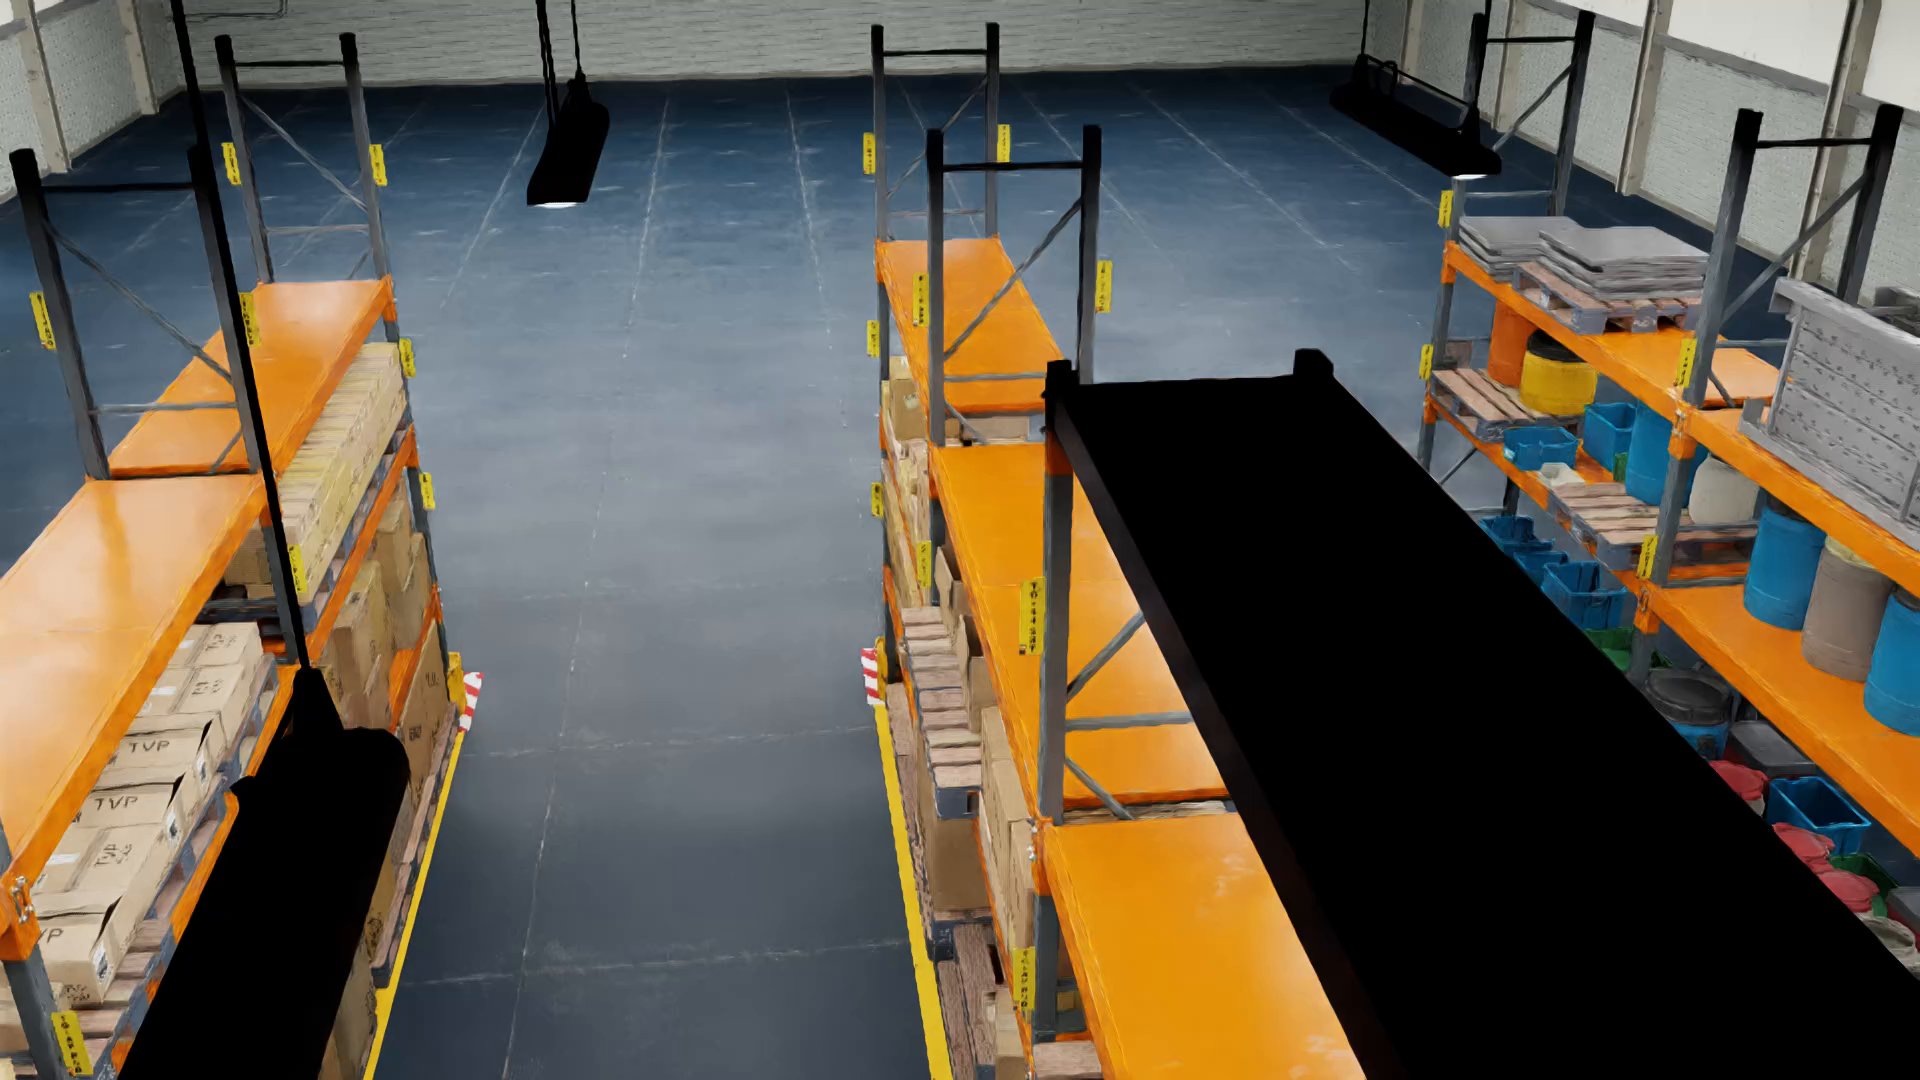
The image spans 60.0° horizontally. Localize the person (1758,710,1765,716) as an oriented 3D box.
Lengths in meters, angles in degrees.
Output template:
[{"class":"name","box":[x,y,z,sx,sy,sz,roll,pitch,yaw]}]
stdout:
[{"class":"person","box":[7.696,0.944,14.662,0.662,1.604,0.782,-12,28,-24]}]
